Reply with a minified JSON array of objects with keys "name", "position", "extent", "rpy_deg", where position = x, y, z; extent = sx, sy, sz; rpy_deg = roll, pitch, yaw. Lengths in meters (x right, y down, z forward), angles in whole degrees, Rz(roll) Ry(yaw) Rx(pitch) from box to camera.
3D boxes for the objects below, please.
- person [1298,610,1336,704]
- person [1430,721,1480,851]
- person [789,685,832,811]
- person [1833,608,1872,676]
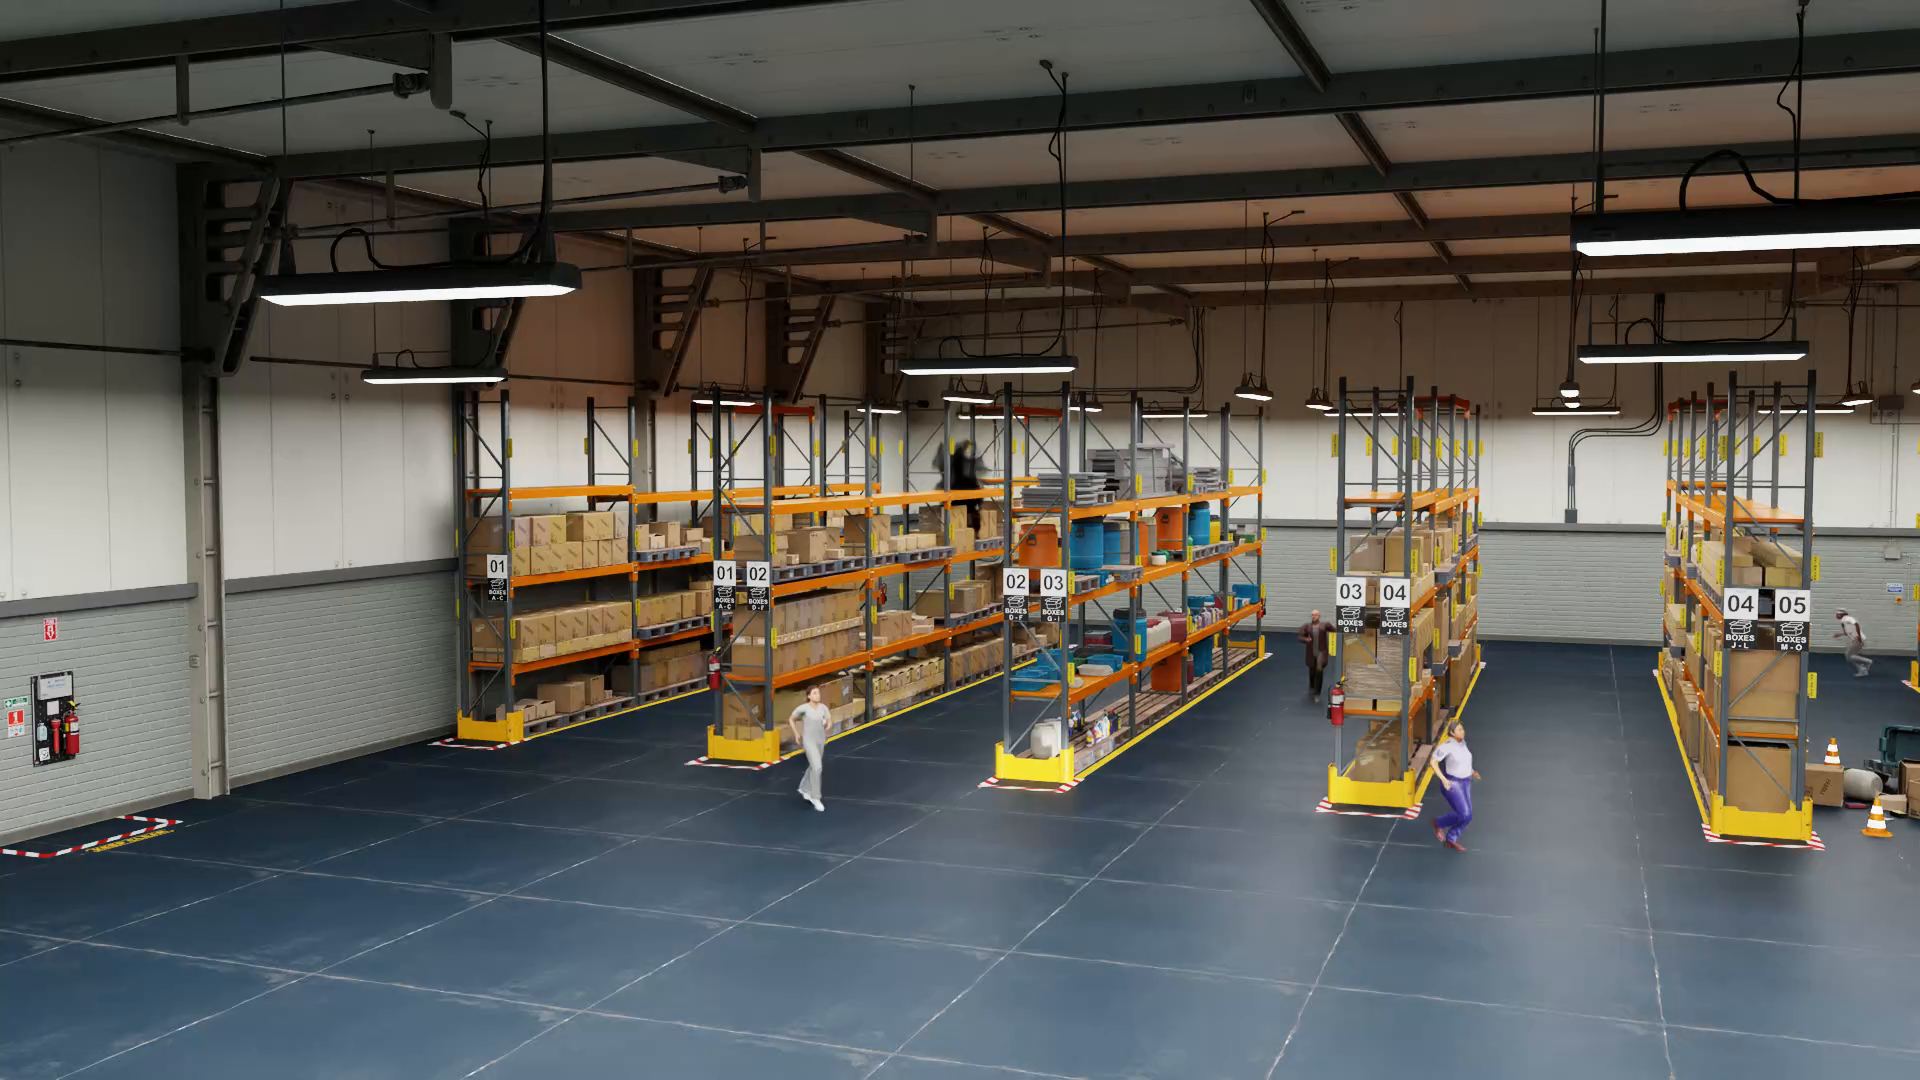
[{"name":"person","position":[7.106,2.294,33.070],"extent":[0.730,1.831,0.991],"rpy_deg":[1,3,22]},{"name":"person","position":[6.196,3.076,20.721],"extent":[0.612,1.590,0.551],"rpy_deg":[-3,4,-39]},{"name":"person","position":[-2.071,2.878,23.276],"extent":[0.544,1.716,0.761],"rpy_deg":[-3,4,-40]},{"name":"person","position":[19.624,2.255,36.581],"extent":[0.765,1.504,0.589],"rpy_deg":[2,4,27]}]
